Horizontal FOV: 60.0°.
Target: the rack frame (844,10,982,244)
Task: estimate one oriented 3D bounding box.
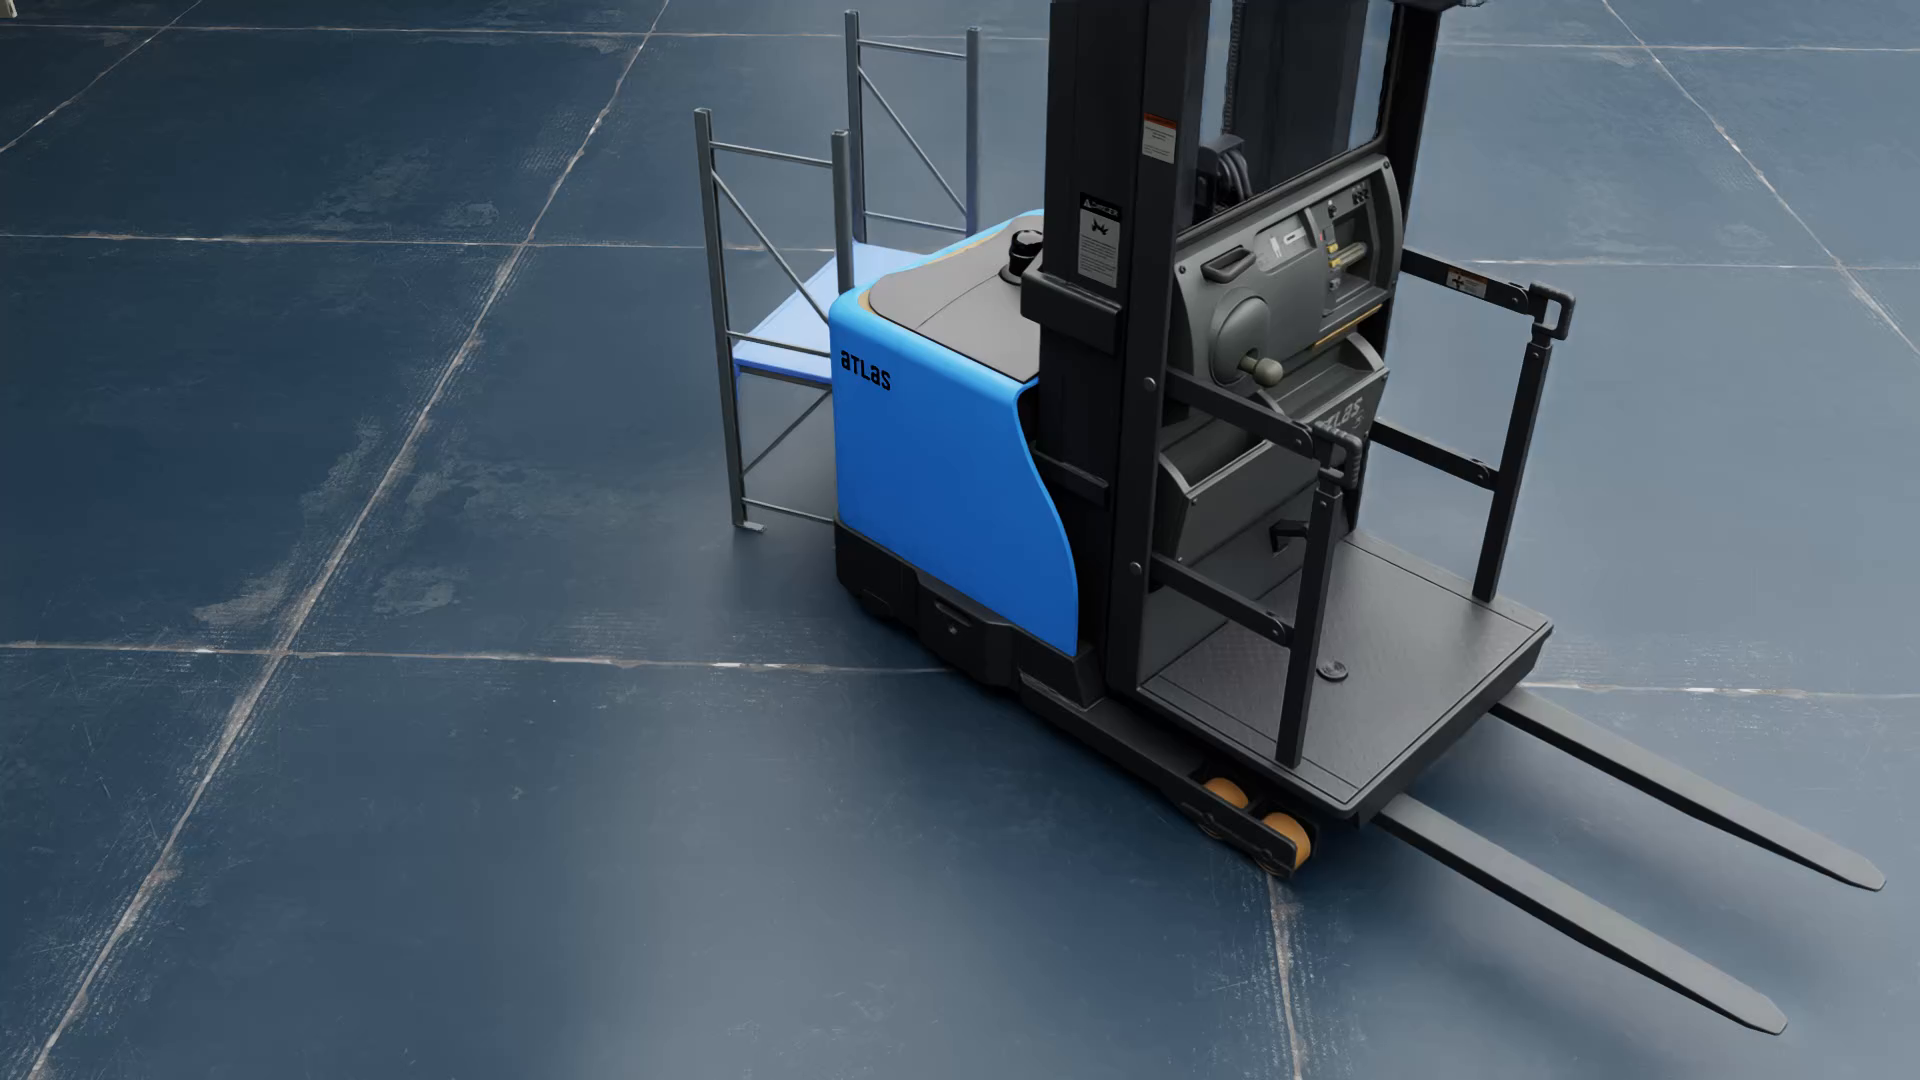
[{"bbox_3d":[-0.162,-1.157,6.091,0.500,1.500,0.032,14,37,19],"label":"rack frame"}]

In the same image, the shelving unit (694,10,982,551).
[{"bbox_3d":[-0.361,-0.887,5.708,0.538,1.500,1.048,14,37,19],"label":"shelving unit"}]

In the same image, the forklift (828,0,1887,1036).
[{"bbox_3d":[1.002,-0.639,4.110,3.031,2.935,1.130,29,44,35],"label":"forklift"}]

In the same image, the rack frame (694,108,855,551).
[{"bbox_3d":[-0.559,-0.618,5.325,0.500,1.500,0.032,14,37,19],"label":"rack frame"}]

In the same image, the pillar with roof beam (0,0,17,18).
[{"bbox_3d":[-1.776,-6.770,7.557,9.100,9.000,0.400,1,35,2],"label":"pillar with roof beam"}]

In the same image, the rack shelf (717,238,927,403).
[{"bbox_3d":[-0.361,-0.740,5.812,0.538,0.185,1.000,14,37,19],"label":"rack shelf"}]
